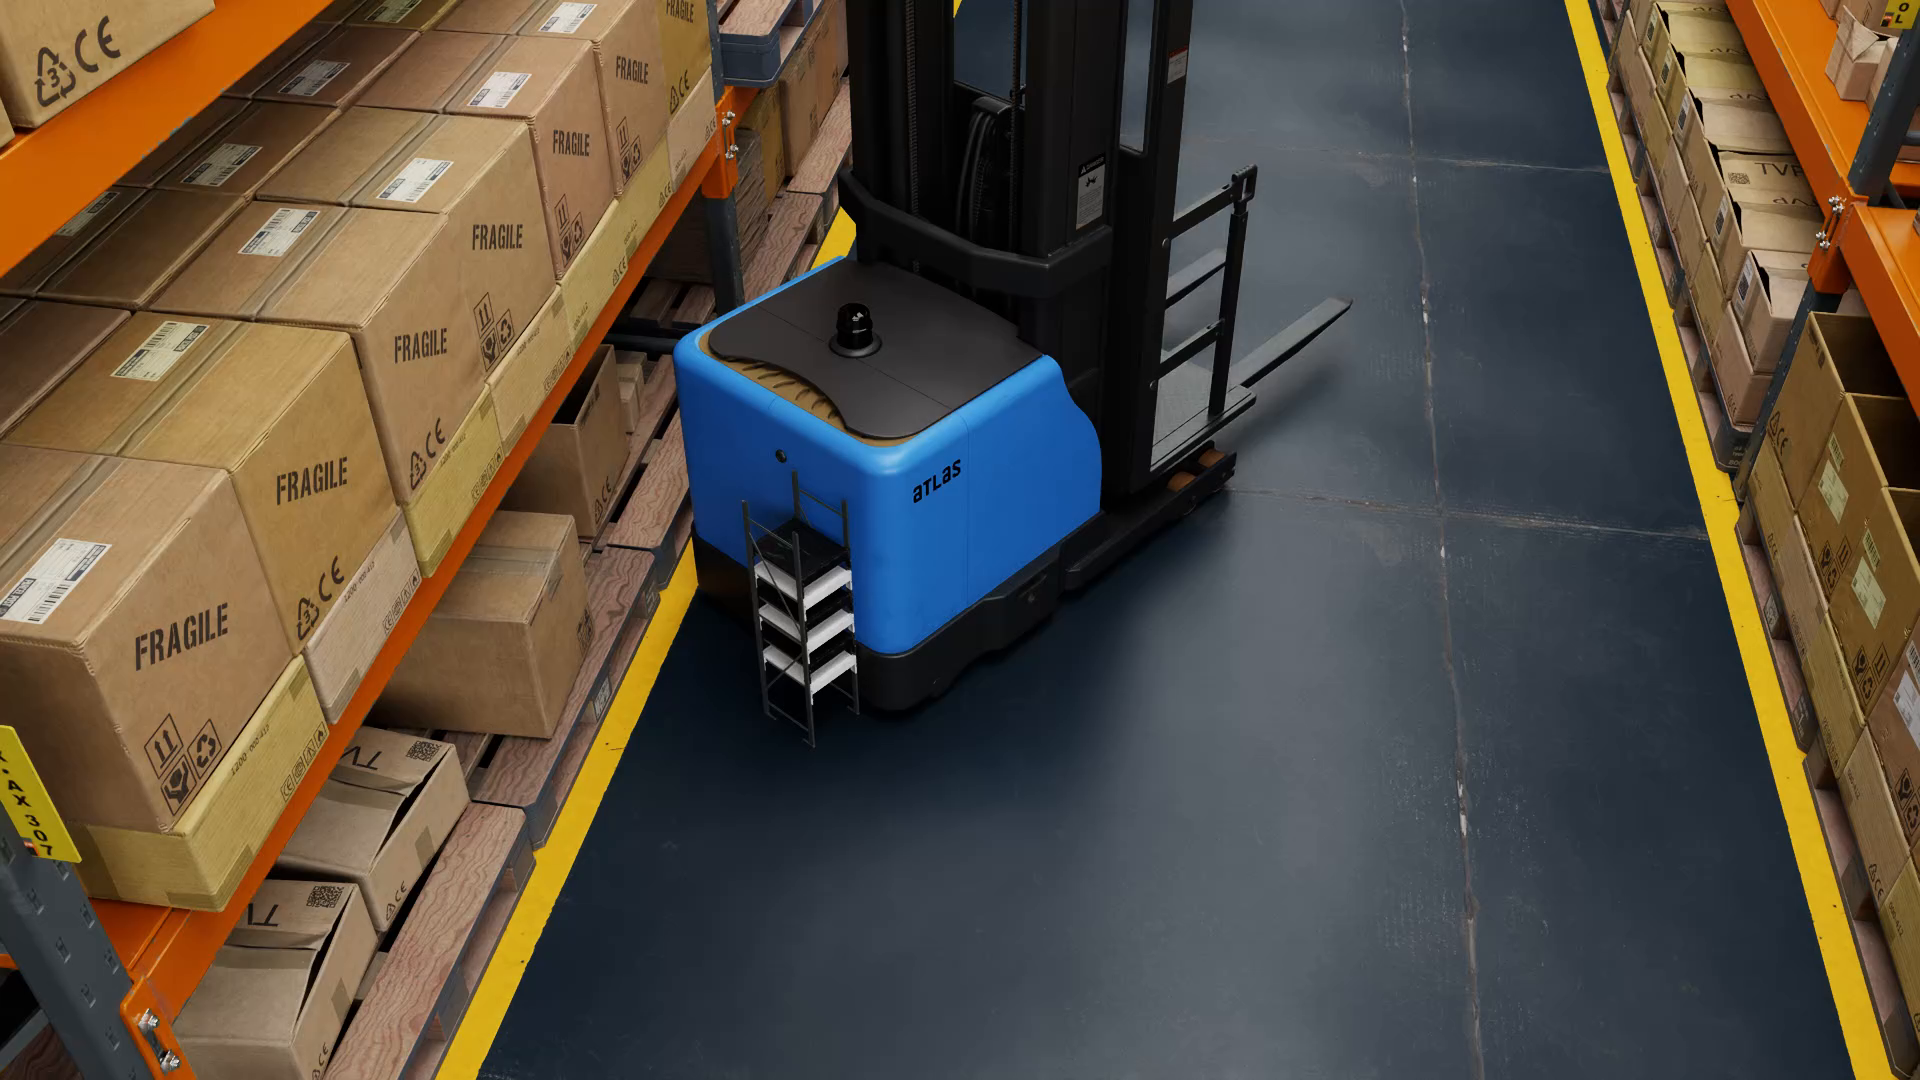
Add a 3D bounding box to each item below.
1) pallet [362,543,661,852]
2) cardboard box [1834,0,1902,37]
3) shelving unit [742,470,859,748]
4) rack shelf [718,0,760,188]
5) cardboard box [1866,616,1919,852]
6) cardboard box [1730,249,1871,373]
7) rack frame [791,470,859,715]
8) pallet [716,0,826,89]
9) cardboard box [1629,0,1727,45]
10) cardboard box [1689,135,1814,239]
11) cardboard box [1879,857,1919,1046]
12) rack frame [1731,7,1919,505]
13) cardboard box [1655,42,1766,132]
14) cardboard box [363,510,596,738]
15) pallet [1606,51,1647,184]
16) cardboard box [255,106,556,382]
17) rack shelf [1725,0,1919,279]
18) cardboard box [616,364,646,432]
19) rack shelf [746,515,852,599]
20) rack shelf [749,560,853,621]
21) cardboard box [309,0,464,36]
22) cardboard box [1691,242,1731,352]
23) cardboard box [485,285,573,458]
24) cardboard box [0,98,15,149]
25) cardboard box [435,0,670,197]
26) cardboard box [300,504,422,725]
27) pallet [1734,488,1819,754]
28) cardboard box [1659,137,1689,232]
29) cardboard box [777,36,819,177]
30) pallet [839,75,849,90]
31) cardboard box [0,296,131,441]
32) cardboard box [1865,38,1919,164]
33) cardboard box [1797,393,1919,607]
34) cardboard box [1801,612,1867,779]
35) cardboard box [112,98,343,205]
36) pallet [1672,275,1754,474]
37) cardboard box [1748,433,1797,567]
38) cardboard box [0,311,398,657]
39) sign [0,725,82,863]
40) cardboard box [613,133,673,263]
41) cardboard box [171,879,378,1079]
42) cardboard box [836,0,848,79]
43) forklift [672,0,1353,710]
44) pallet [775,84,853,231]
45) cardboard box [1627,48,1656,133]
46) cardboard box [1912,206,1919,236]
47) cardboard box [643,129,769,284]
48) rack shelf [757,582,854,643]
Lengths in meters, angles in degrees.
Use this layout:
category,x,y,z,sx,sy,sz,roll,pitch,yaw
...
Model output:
category,x,y,z,sx,sy,sz,roll,pitch,yaw
pallet,-1.667,0.446,5.545,1.003,0.211,1.213,6,40,8
cardboard box,3.743,-2.128,6.391,0.500,0.500,0.500,9,40,11
shelving unit,-0.495,0.232,5.263,0.258,0.900,0.210,30,48,31
rack shelf,-1.031,-2.800,7.847,1.077,0.370,4.000,6,40,8
cardboard box,2.857,0.529,4.496,0.500,0.500,0.500,6,40,8
cardboard box,3.291,-0.882,6.351,0.500,0.311,0.500,6,40,8
rack frame,-0.426,0.184,5.321,0.240,0.900,0.006,30,48,31
pallet,-1.101,-2.212,6.722,1.003,0.211,1.213,6,40,8
cardboard box,3.815,-2.811,8.684,0.500,0.311,0.500,8,40,9
cardboard box,3.463,-1.523,7.126,0.500,0.311,0.500,6,40,8
cardboard box,2.772,1.132,4.356,0.500,0.250,0.500,6,40,8
rack frame,3.503,-1.278,5.442,1.000,3.000,0.127,6,40,8
cardboard box,3.642,-2.160,7.897,0.500,0.311,0.500,5,40,6
cardboard box,-1.586,0.245,5.216,0.700,0.500,0.500,4,40,5
pallet,4.014,-2.202,8.747,1.003,0.211,1.213,6,40,8
cardboard box,-1.422,-0.775,4.347,0.500,0.500,0.500,8,40,9
rack shelf,3.849,-2.256,7.189,1.077,0.370,4.000,6,40,8
cardboard box,-1.440,-0.561,6.452,0.380,0.166,0.250,2,40,2
rack shelf,-0.495,0.050,5.112,0.258,0.077,0.200,30,48,31
rack shelf,-0.495,0.119,5.170,0.258,0.077,0.200,30,48,31
cardboard box,-1.757,-1.465,5.181,0.500,0.500,0.500,6,40,7
cardboard box,3.378,-0.990,6.922,0.500,0.250,0.500,6,40,7
cardboard box,-1.412,-0.497,4.599,0.500,0.250,0.500,7,40,8
cardboard box,-1.765,-0.696,2.290,0.500,0.500,0.500,7,40,9
cardboard box,-1.235,-1.416,5.123,0.500,0.500,0.500,6,40,7
cardboard box,-1.596,0.140,3.829,0.500,0.250,0.500,5,40,6
pallet,3.324,0.291,5.733,1.003,0.211,1.213,6,40,8
cardboard box,3.556,-1.630,7.696,0.500,0.250,0.500,7,40,9
cardboard box,-1.098,-2.138,8.098,0.700,0.500,0.500,7,40,8
pallet,-0.821,-2.768,9.432,1.003,0.211,1.213,6,40,8
cardboard box,-2.100,-0.185,3.633,0.500,0.500,0.500,7,40,8
cardboard box,3.545,-1.534,5.869,0.500,0.250,0.500,9,40,10
cardboard box,3.036,-0.098,5.255,0.500,0.500,0.500,6,40,8
cardboard box,2.941,0.504,5.115,0.500,0.250,0.500,6,40,8
cardboard box,-1.927,-0.826,4.408,0.500,0.500,0.500,7,40,8
pallet,3.592,-0.670,6.895,1.003,0.211,1.213,6,40,8
cardboard box,3.124,-0.123,5.873,0.500,0.250,0.500,6,40,8
cardboard box,-1.595,-0.126,3.562,0.500,0.500,0.500,7,40,8
sign,-1.534,0.414,2.716,0.100,0.325,0.005,6,40,8
cardboard box,-1.254,-1.130,5.364,0.500,0.250,0.500,7,40,8
cardboard box,-1.860,1.131,4.293,0.500,0.311,0.500,2,40,3
cardboard box,-0.961,-2.771,8.864,0.700,0.500,0.500,6,40,8
forklift,0.422,-1.423,5.671,1.130,2.935,3.031,30,48,31
pallet,-1.035,-2.004,8.508,1.003,0.211,1.213,6,40,8
cardboard box,3.729,-2.279,8.481,0.500,0.250,0.500,5,40,6
cardboard box,3.432,-1.038,5.073,0.700,0.500,0.500,5,40,7
cardboard box,-1.266,-1.492,7.317,0.700,0.500,0.500,8,40,9
rack shelf,-0.495,0.188,5.227,0.258,0.077,0.200,30,48,31
